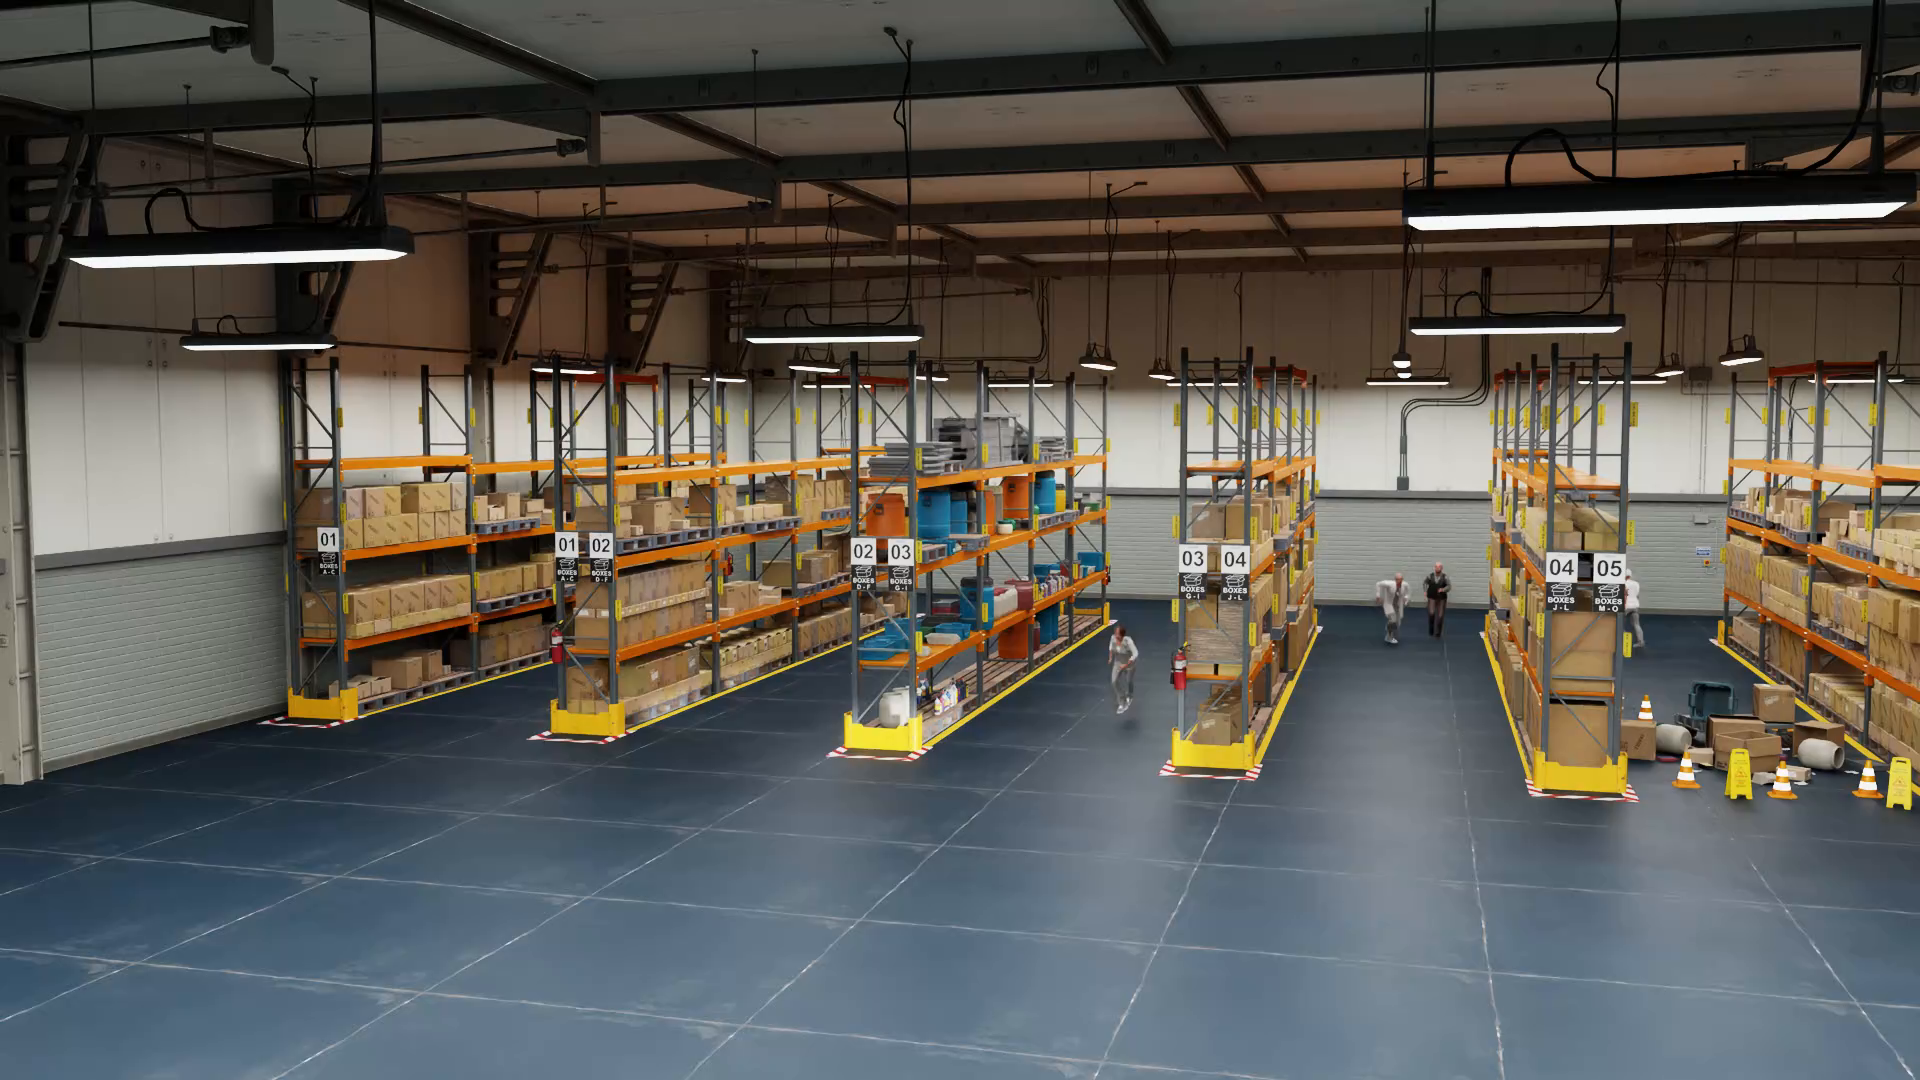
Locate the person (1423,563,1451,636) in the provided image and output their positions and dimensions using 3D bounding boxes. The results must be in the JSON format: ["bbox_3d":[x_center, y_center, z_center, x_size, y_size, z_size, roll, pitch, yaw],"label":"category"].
[{"bbox_3d":[10.869,1.359,37.913,0.635,1.683,0.647,1,4,17],"label":"person"}]

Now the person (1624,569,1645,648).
[{"bbox_3d":[14.468,1.487,35.953,0.643,1.711,0.982,-1,4,-12],"label":"person"}]

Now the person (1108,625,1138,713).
[{"bbox_3d":[2.693,2.051,26.959,0.528,1.438,0.966,2,5,23],"label":"person"}]

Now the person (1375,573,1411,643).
[{"bbox_3d":[9.549,1.504,36.711,0.741,1.604,0.947,0,4,-4],"label":"person"}]
